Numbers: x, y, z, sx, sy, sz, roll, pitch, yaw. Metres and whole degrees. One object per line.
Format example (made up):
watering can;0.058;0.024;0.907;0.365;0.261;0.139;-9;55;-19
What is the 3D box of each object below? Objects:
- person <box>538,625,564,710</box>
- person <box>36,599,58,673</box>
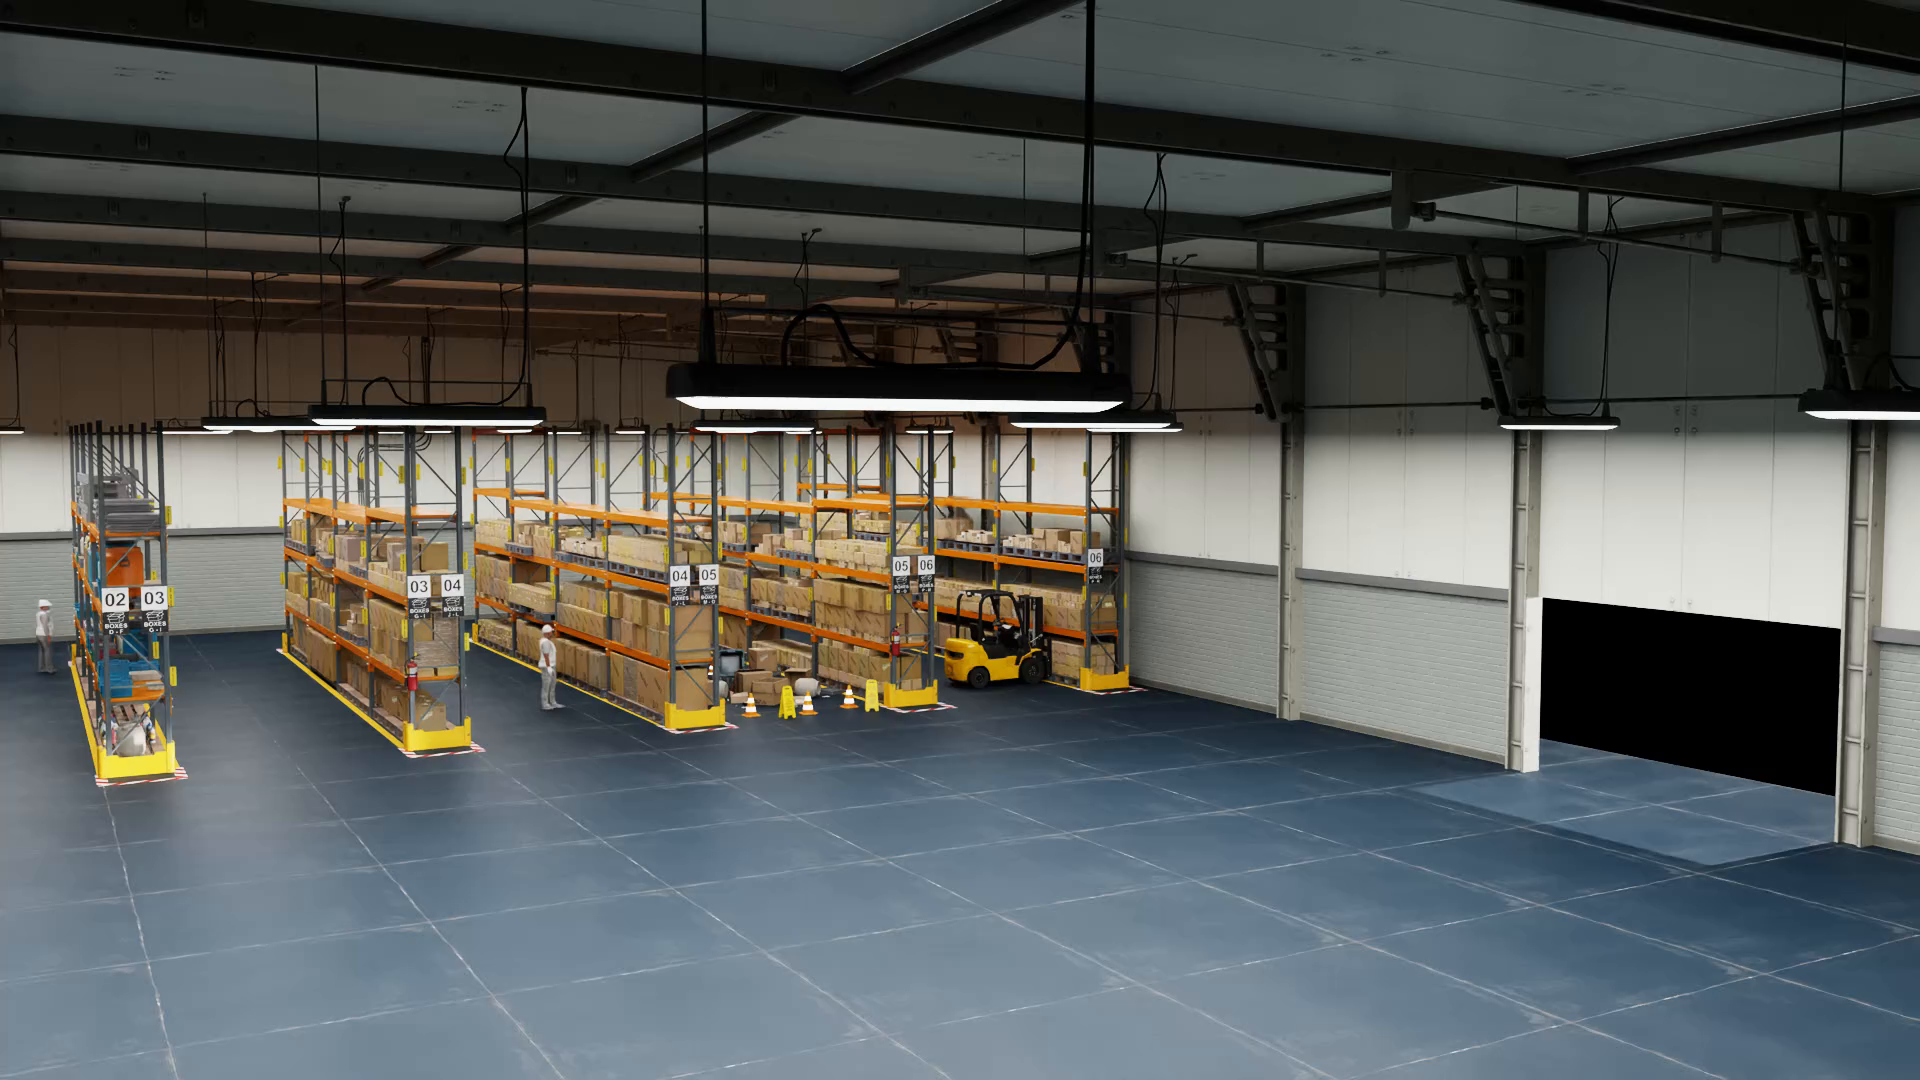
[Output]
person;-8.647;2.673;35.032;0.471;1.789;0.634;0;4;2
person;-22.180;2.328;40.394;0.430;1.776;0.583;-3;5;-42
